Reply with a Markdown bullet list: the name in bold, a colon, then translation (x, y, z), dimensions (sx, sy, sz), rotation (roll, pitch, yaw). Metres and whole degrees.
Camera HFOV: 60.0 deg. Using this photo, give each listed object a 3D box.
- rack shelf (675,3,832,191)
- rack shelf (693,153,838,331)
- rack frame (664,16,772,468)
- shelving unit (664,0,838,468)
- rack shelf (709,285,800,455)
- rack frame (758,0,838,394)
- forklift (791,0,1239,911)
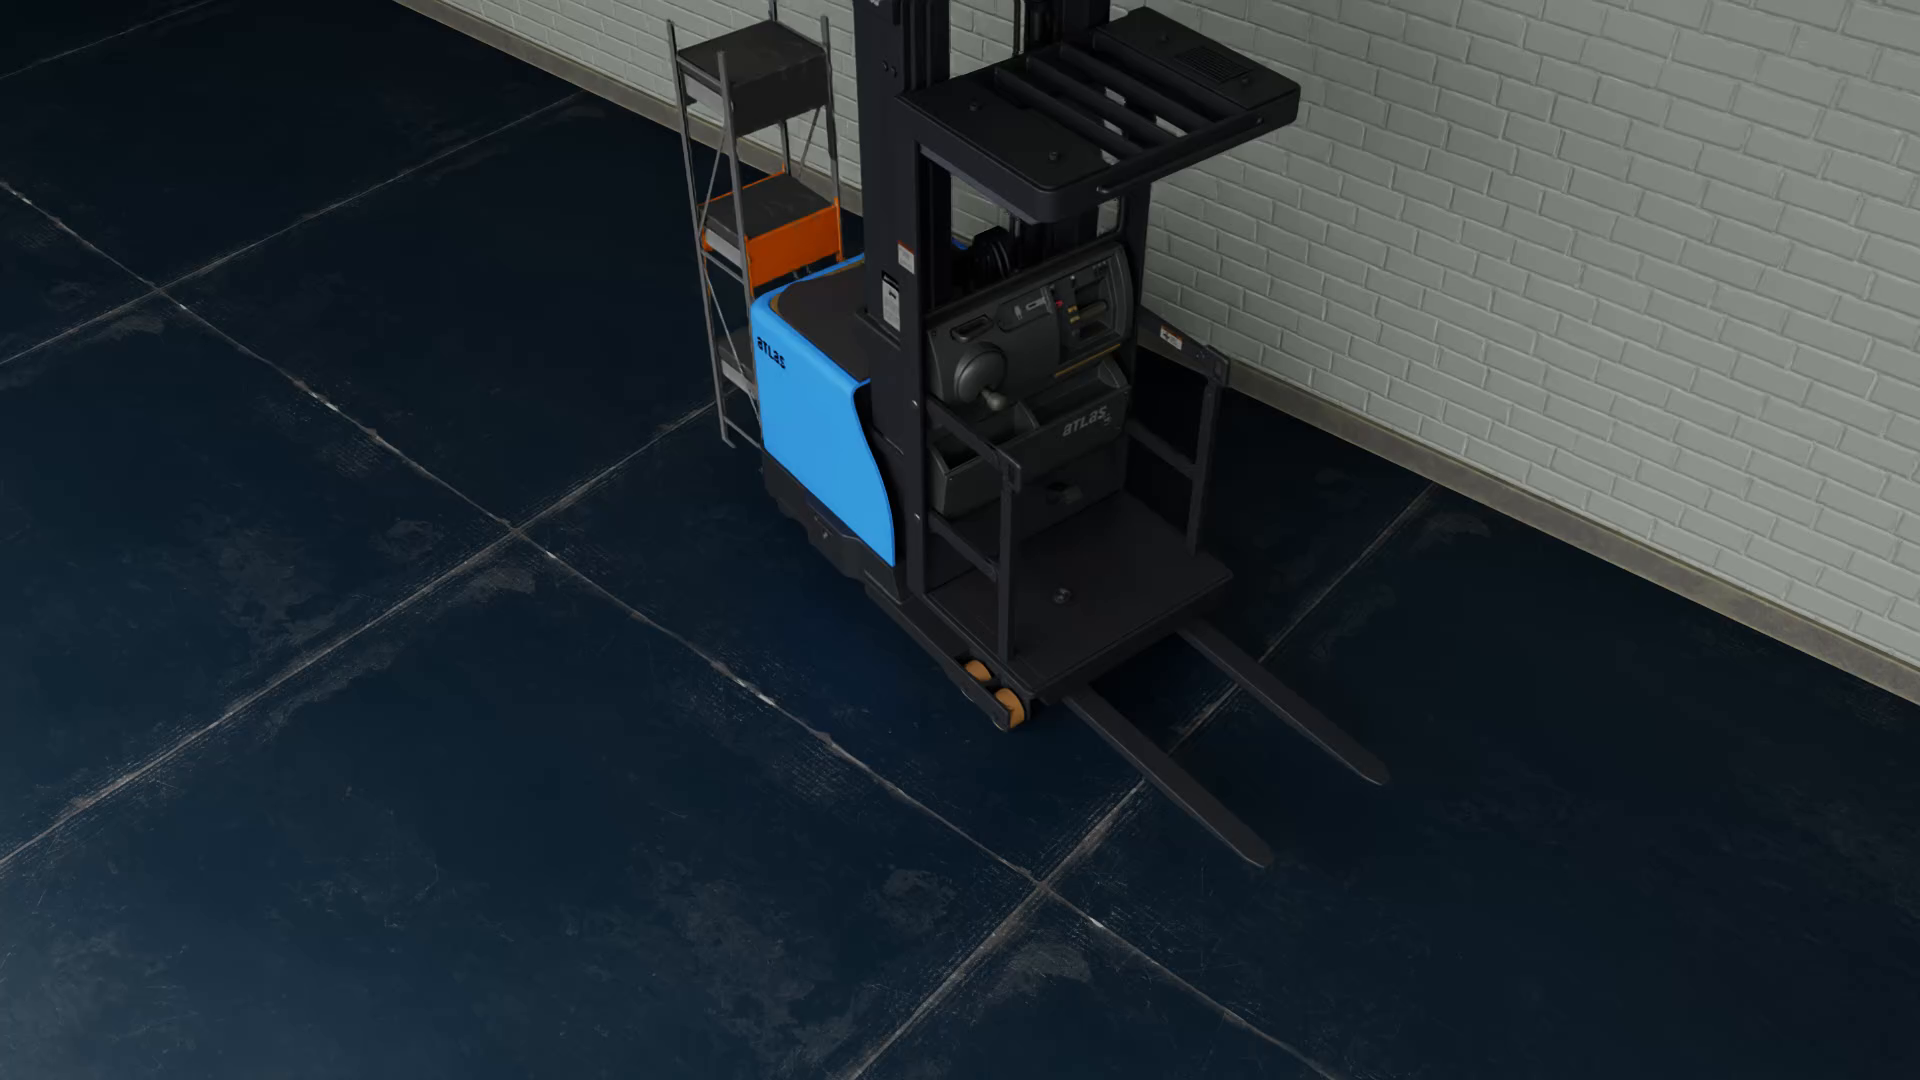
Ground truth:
- **rack shelf**: translation (-0.858, -1.833, 6.865), dimensions (0.431, 0.518, 0.480), rotation (32, 51, 30)
- **rack shelf**: translation (-0.861, -1.317, 7.338), dimensions (0.431, 0.518, 0.480), rotation (32, 51, 30)
- **rack frame**: translation (-1.028, -1.207, 7.197), dimensions (0.400, 2.100, 0.015), rotation (32, 51, 30)
- **shelving unit**: translation (-0.861, -1.327, 7.329), dimensions (0.431, 2.100, 0.503), rotation (32, 51, 30)
- **rack shelf**: translation (-0.865, -0.802, 7.812), dimensions (0.431, 0.518, 0.480), rotation (32, 51, 30)
- **rack frame**: translation (-0.695, -1.447, 7.461), dimensions (0.400, 2.100, 0.015), rotation (32, 51, 30)
- **forklift**: translation (0.194, -0.687, 6.009), dimensions (1.130, 2.935, 3.031), rotation (-12, 44, -13)
